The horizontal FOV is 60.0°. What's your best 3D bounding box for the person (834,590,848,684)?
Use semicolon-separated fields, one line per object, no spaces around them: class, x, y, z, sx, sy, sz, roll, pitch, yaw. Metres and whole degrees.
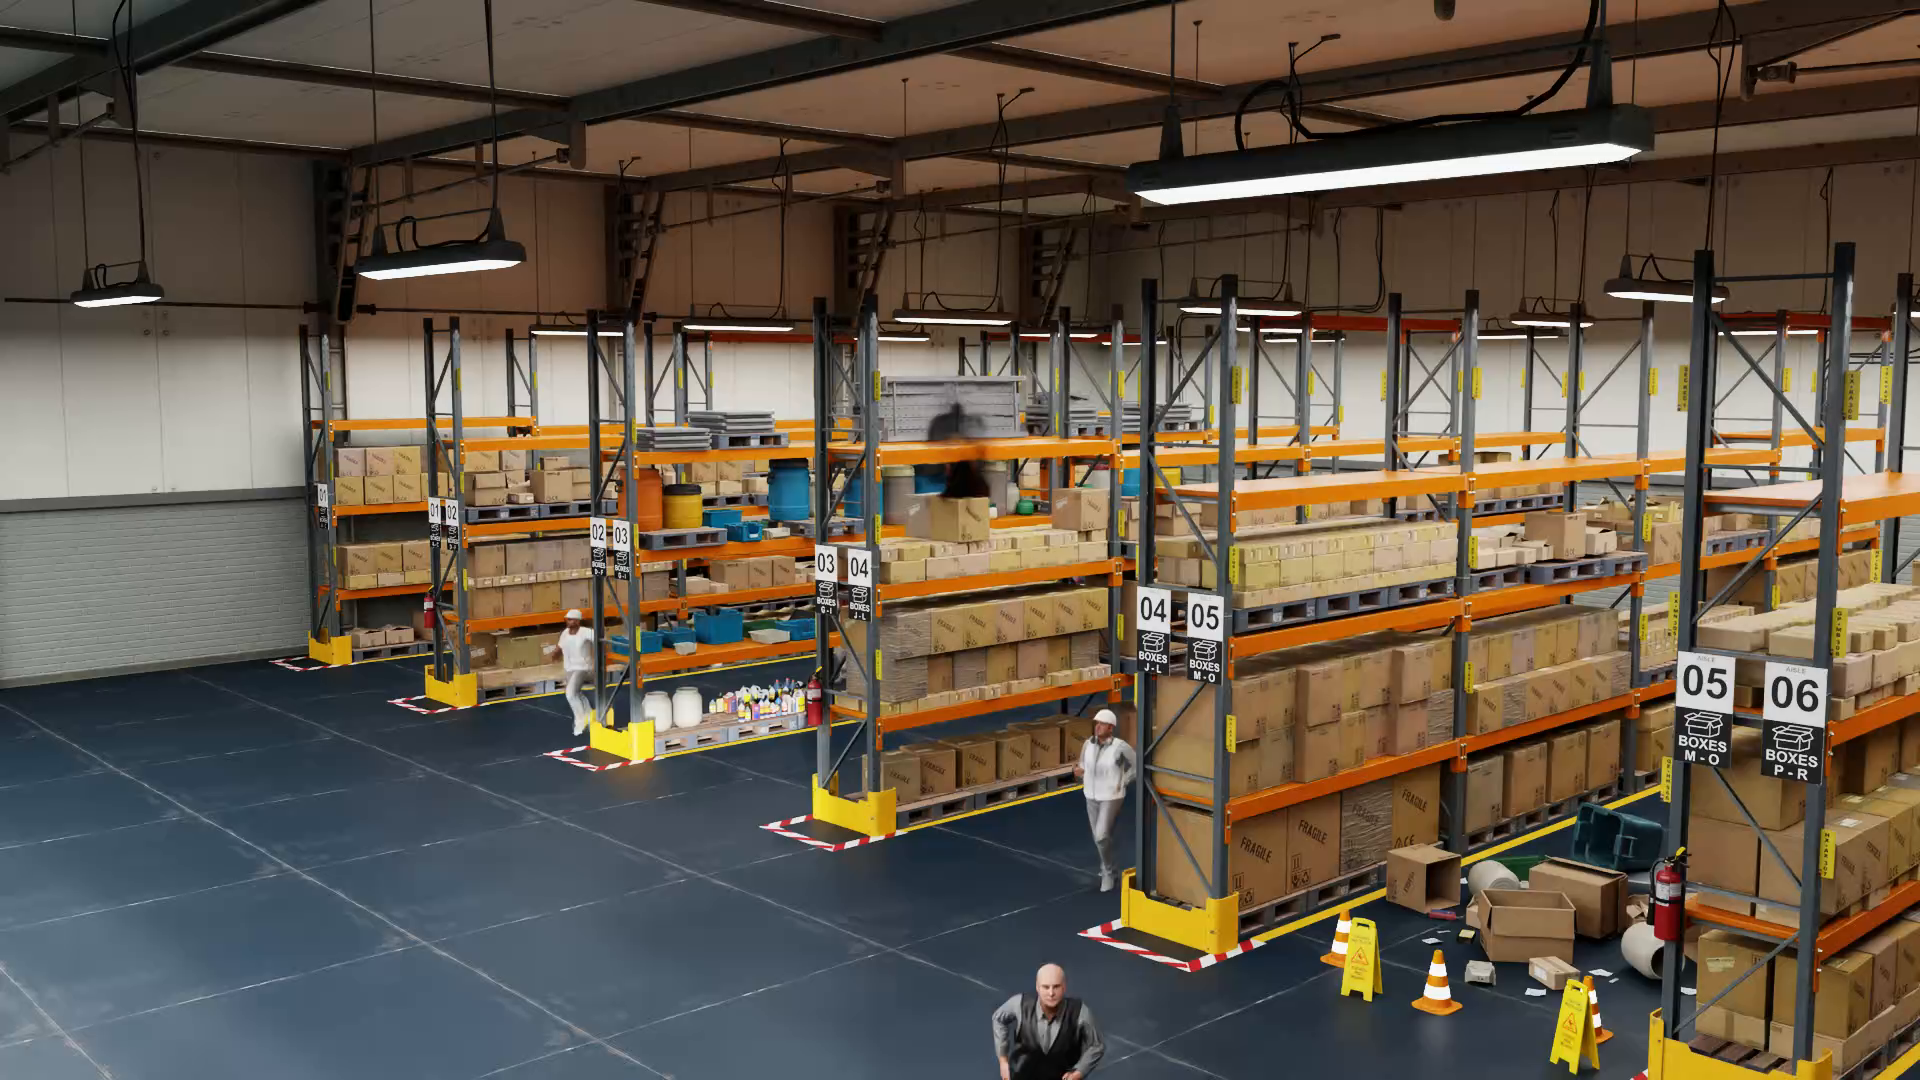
person;-1.926;1.508;27.722;0.657;1.743;0.605;4;7;35

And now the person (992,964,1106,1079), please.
person;0.498;3.319;9.969;0.628;1.715;0.976;1;6;6

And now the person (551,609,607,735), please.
person;-5.498;1.901;23.863;0.721;1.835;0.737;4;7;35

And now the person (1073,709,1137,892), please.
person;1.432;2.615;16.705;0.642;1.833;0.687;5;8;41

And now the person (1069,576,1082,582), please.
person;2.237;1.090;32.678;0.544;1.556;0.697;4;7;37
